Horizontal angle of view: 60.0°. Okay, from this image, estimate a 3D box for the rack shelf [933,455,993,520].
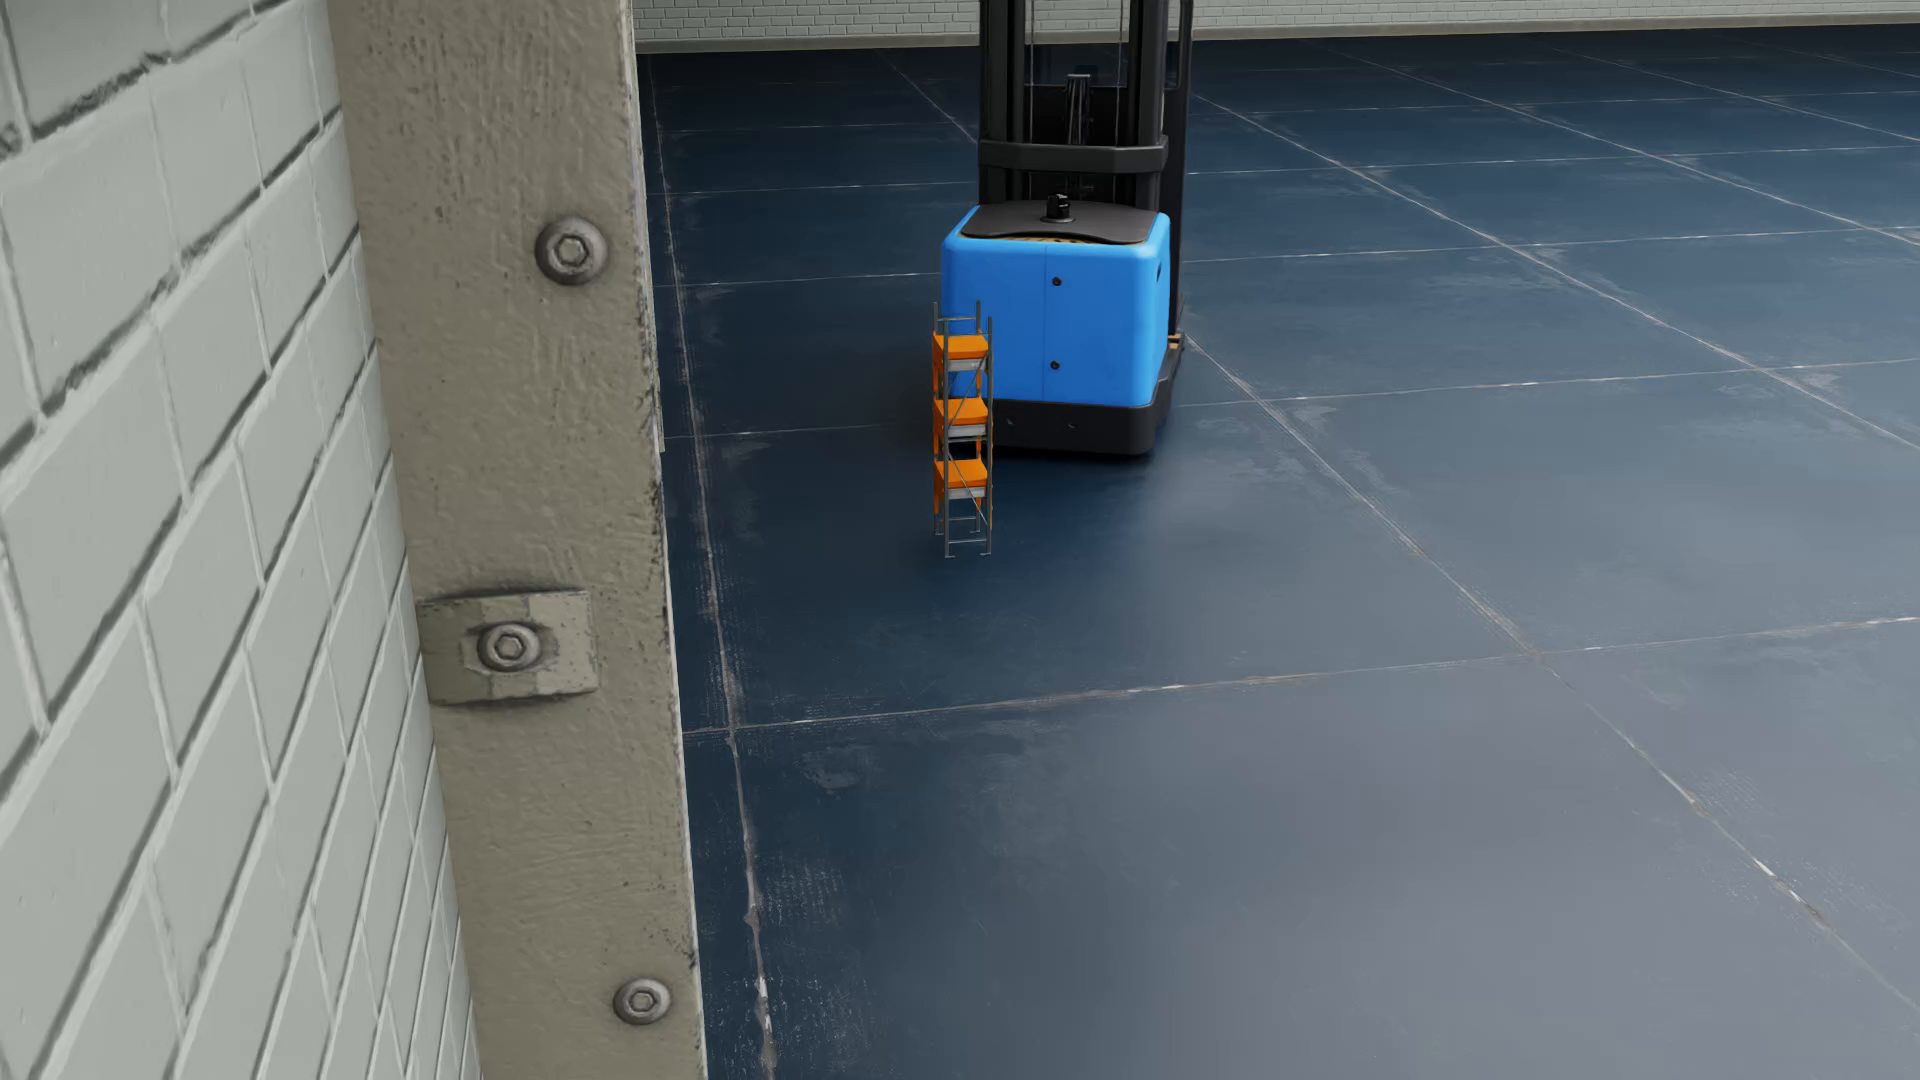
[{"bbox_3d":[0.010,-0.196,7.107,0.215,0.259,0.240,-4,24,-10],"label":"rack shelf"}]

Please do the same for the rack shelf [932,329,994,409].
[{"bbox_3d":[0.010,-0.710,6.882,0.215,0.259,0.240,-4,24,-10],"label":"rack shelf"}]

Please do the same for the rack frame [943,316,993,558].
[{"bbox_3d":[0.032,-0.412,6.882,0.200,1.050,0.008,-4,24,-10],"label":"rack frame"}]

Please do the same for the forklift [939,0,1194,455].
[{"bbox_3d":[0.691,-2.314,8.886,1.130,2.935,3.031,5,24,10],"label":"forklift"}]

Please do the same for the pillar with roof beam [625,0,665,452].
[{"bbox_3d":[2.576,-4.947,7.334,9.100,9.000,0.400,-4,24,-10],"label":"pillar with roof beam"}]

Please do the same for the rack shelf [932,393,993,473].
[{"bbox_3d":[0.010,-0.450,6.996,0.215,0.259,0.240,-4,24,-10],"label":"rack shelf"}]

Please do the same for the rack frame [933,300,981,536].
[{"bbox_3d":[-0.013,-0.508,7.102,0.200,1.050,0.008,-4,24,-10],"label":"rack frame"}]

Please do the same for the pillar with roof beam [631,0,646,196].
[{"bbox_3d":[1.467,-7.307,12.738,9.100,9.000,0.400,-4,24,-10],"label":"pillar with roof beam"}]

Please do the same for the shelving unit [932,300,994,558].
[{"bbox_3d":[0.010,-0.460,6.992,0.215,1.050,0.252,-4,24,-10],"label":"shelving unit"}]

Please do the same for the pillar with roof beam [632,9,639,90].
[{"bbox_3d":[0.357,-9.667,18.141,9.100,9.000,0.400,-4,24,-10],"label":"pillar with roof beam"}]
